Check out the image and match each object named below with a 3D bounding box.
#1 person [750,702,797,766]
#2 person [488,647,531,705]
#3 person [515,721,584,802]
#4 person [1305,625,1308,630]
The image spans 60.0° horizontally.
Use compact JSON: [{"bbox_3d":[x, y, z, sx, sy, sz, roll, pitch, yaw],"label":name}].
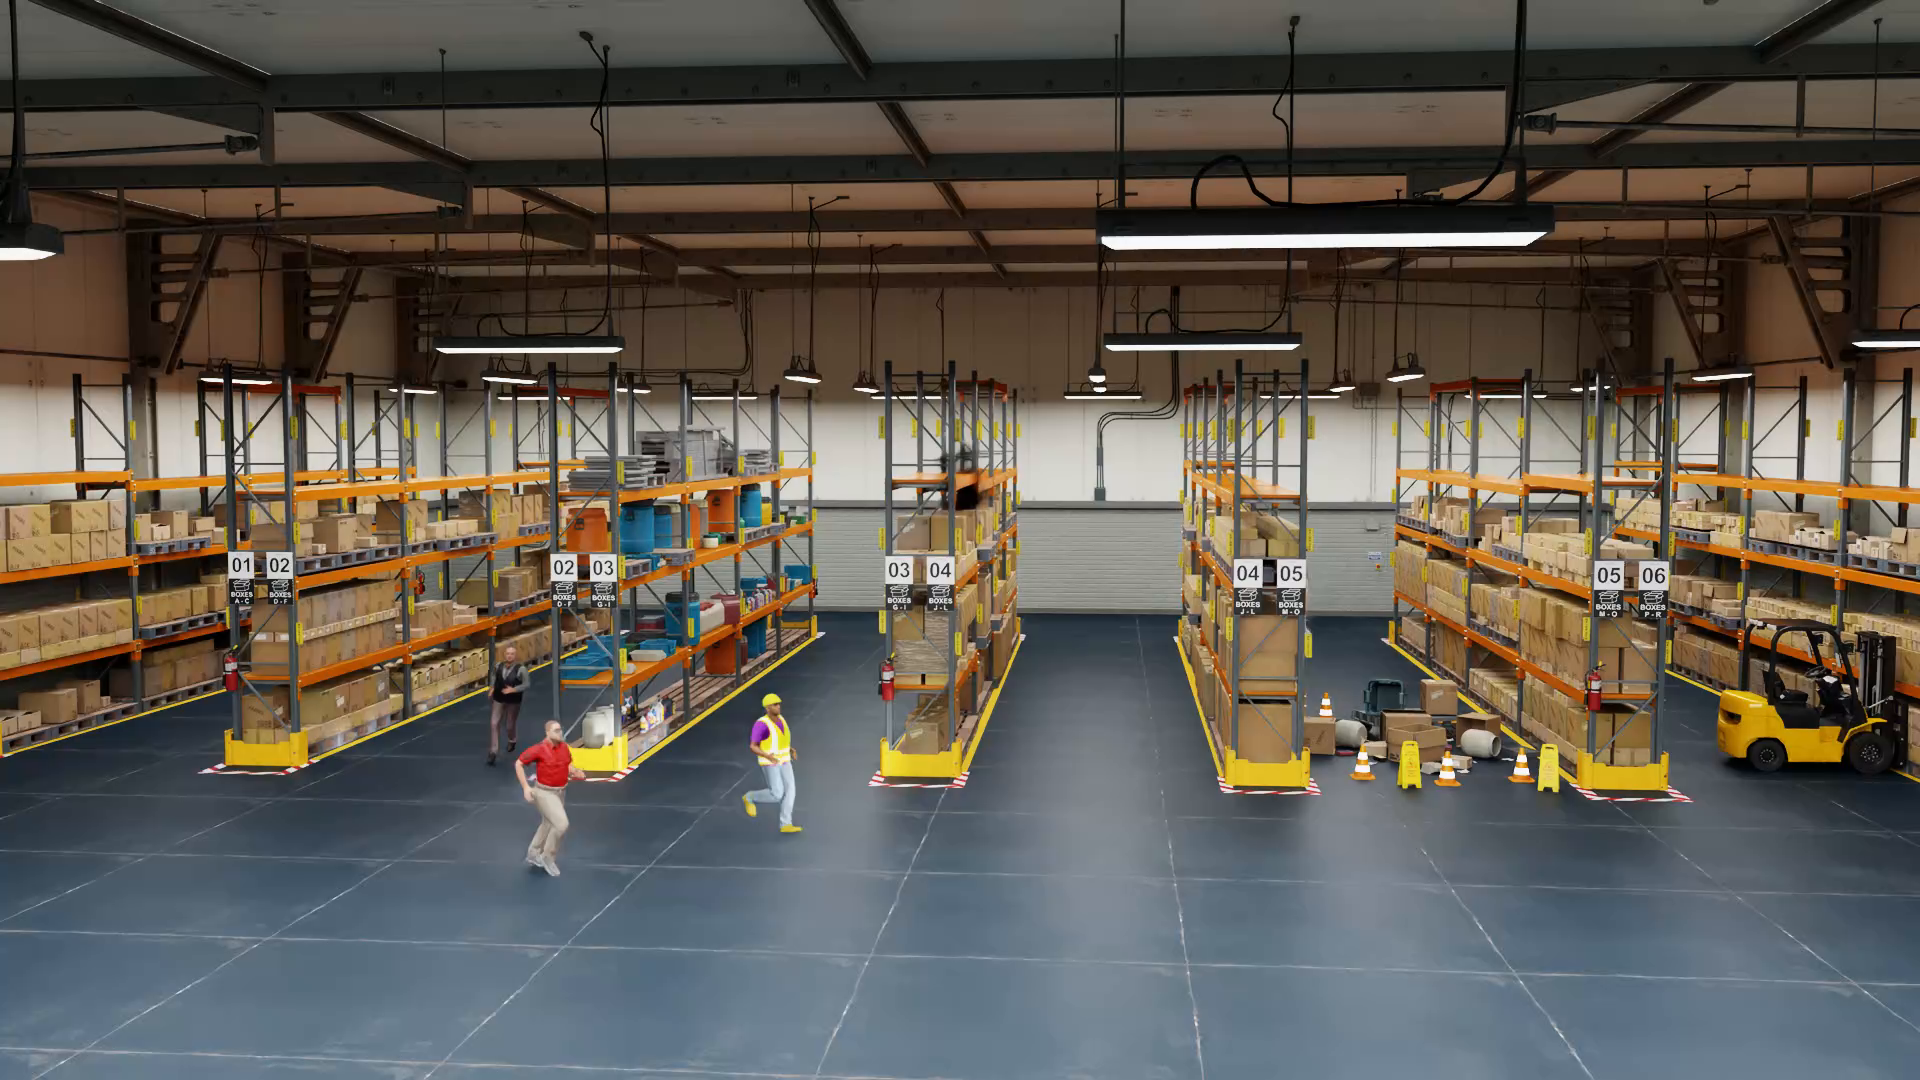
[{"bbox_3d":[-2.284,2.380,20.747,0.507,0.847,0.711,2,4,33],"label":"person"},{"bbox_3d":[-6.848,2.053,25.197,0.674,0.858,0.556,0,4,1],"label":"person"},{"bbox_3d":[-4.550,2.478,18.738,0.709,0.879,0.627,2,4,22],"label":"person"},{"bbox_3d":[8.100,1.618,40.643,0.793,1.458,0.526,1,4,12],"label":"person"}]
